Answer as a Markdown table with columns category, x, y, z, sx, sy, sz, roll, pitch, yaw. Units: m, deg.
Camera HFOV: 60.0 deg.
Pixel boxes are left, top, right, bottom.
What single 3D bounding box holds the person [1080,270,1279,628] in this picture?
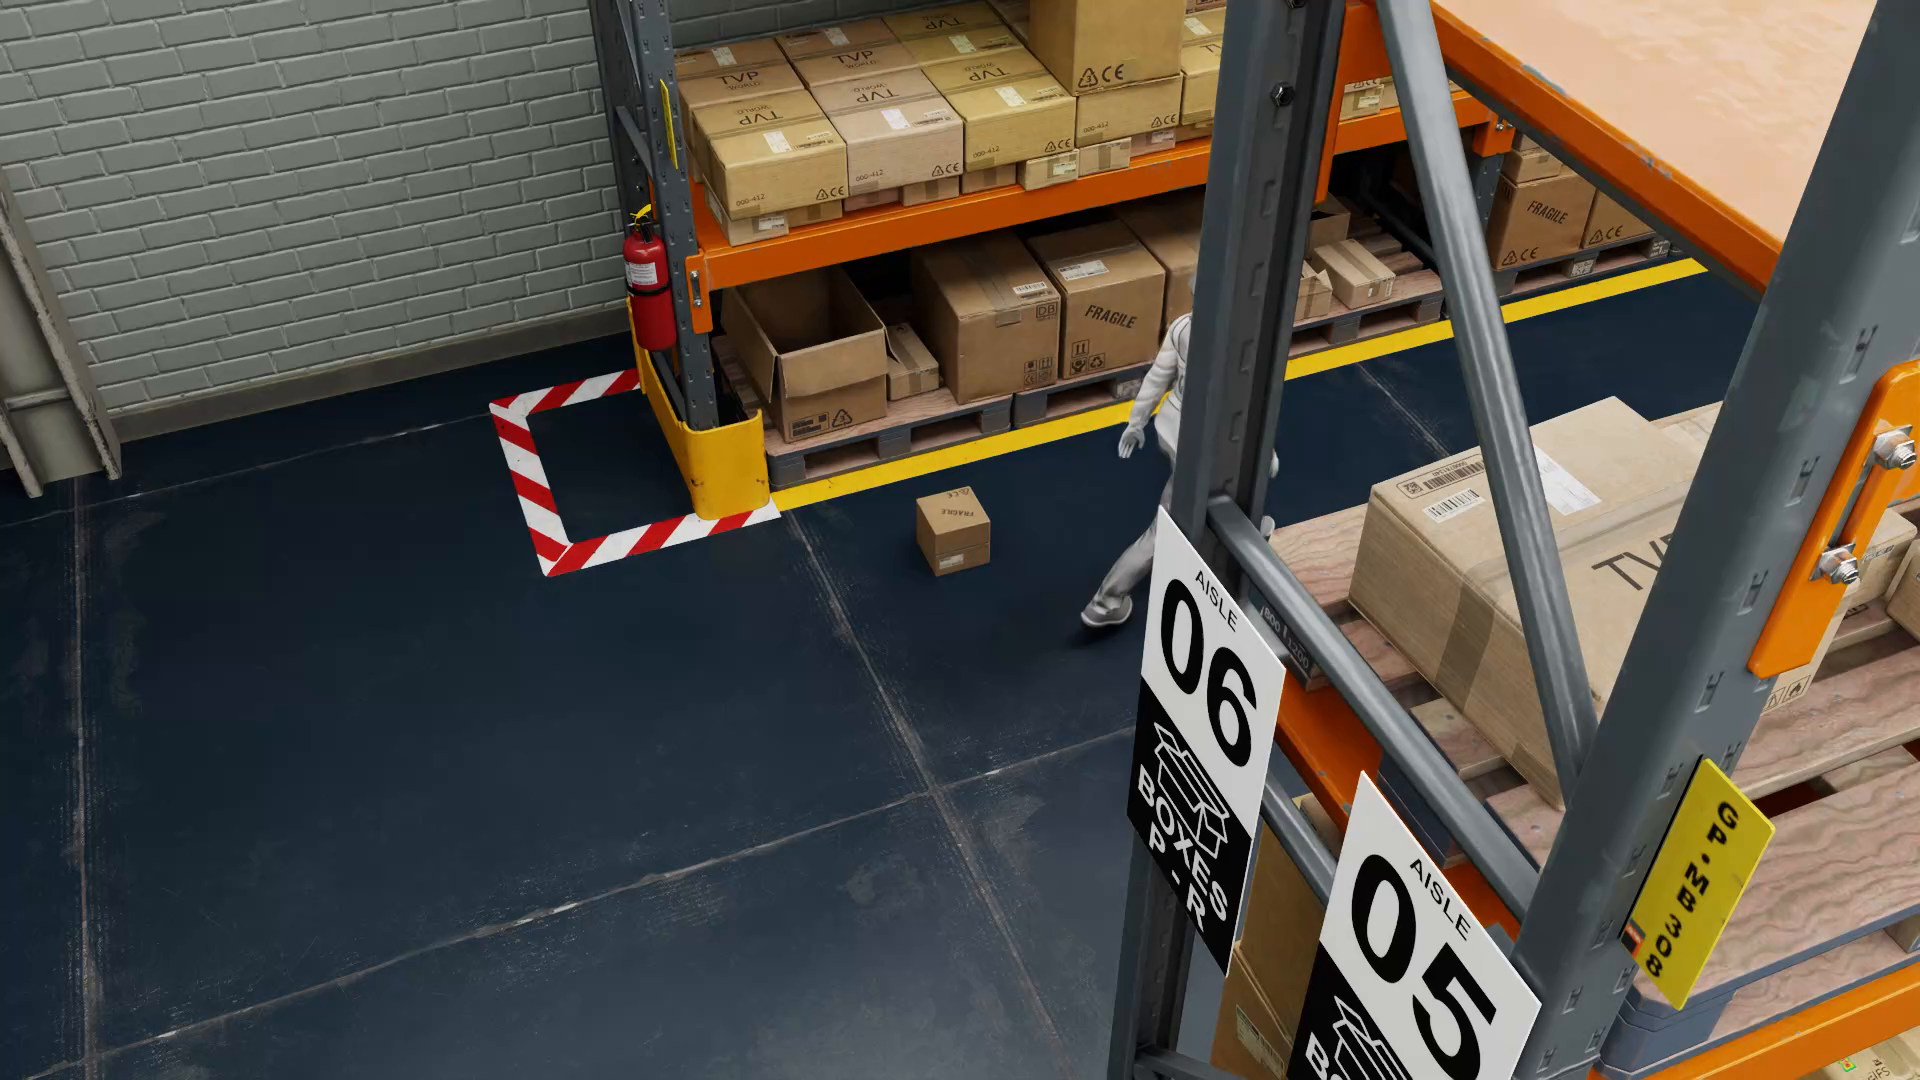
| category | x | y | z | sx | sy | sz | roll | pitch | yaw |
| --- | --- | --- | --- | --- | --- | --- | --- | --- | --- |
| person | 0.953 | -0.390 | 6.593 | 1.085 | 1.619 | 0.523 | -18 | 45 | -19 |
